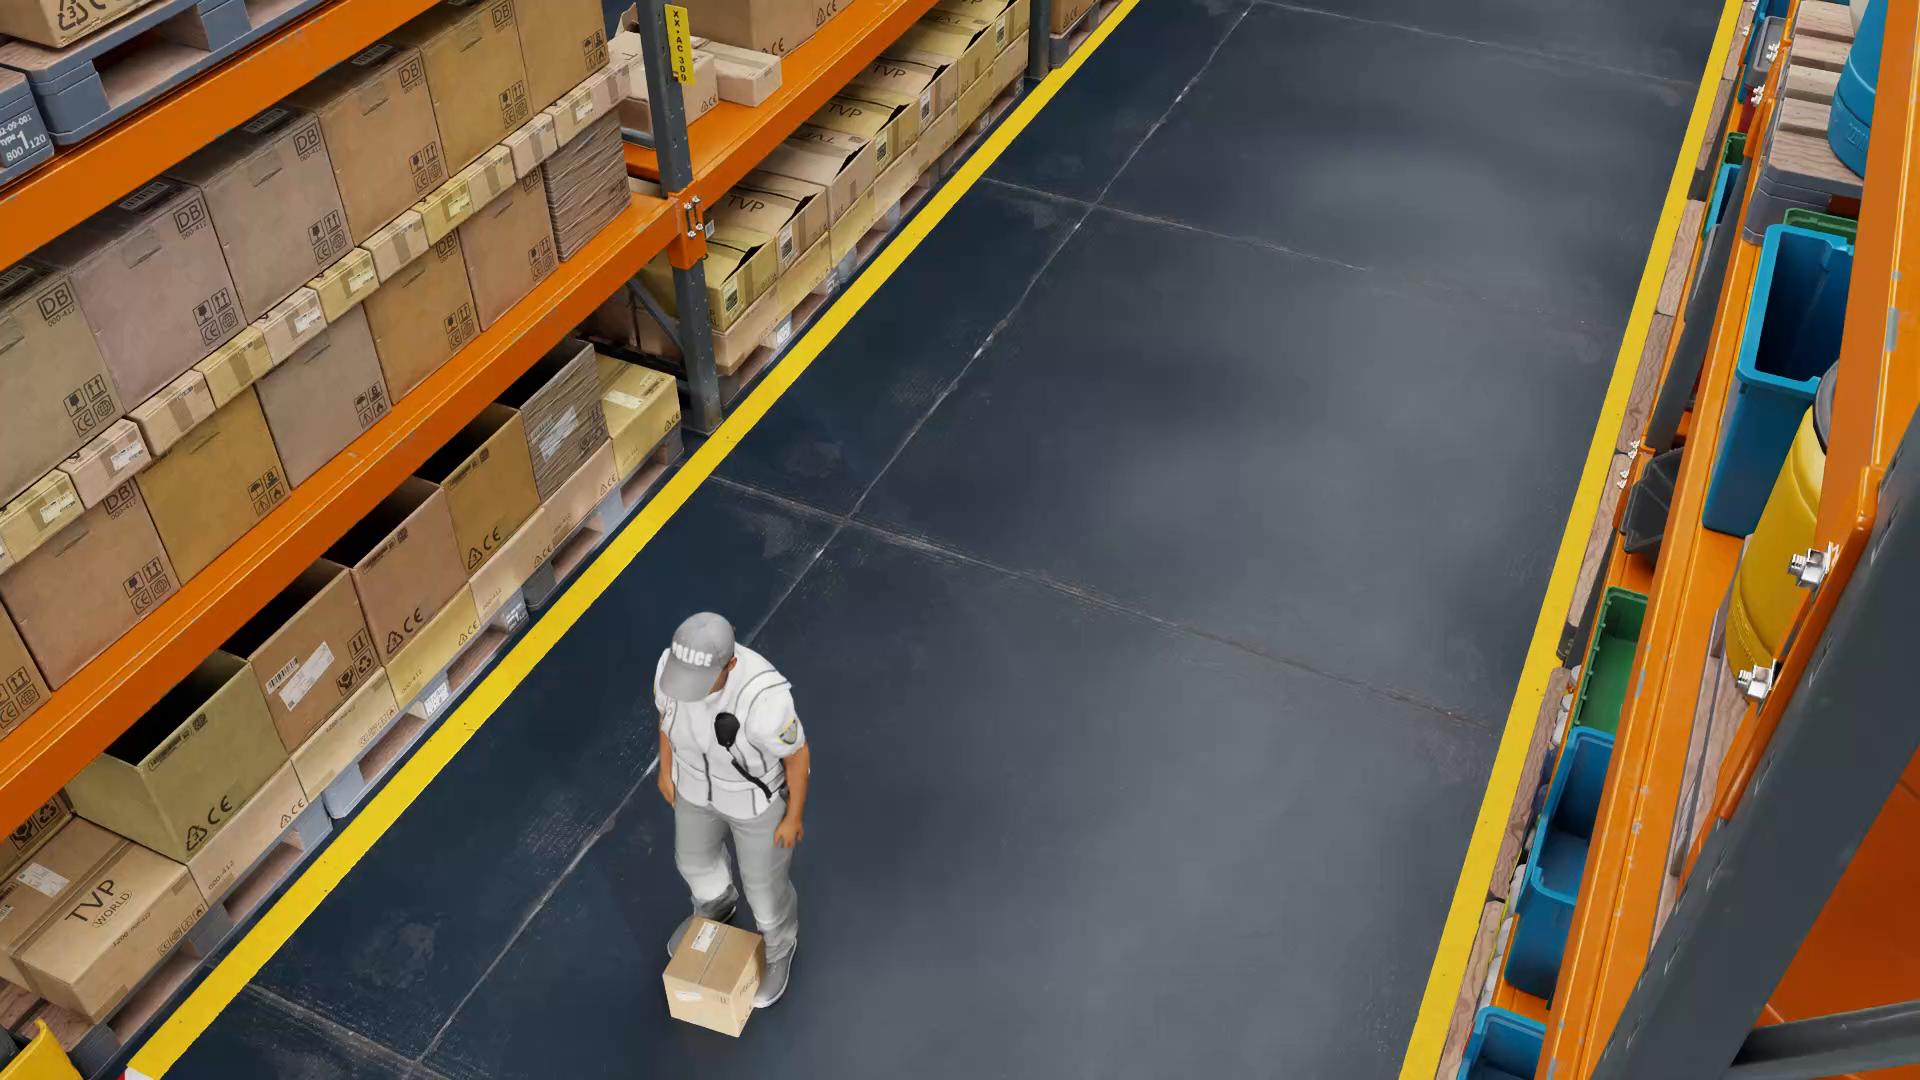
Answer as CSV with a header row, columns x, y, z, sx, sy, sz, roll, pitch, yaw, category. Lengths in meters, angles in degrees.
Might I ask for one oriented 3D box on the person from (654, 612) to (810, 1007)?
x,y,z,sx,sy,sz,roll,pitch,yaw,category
-0.729,0.806,5.268,0.537,1.665,0.468,17,45,18,person
